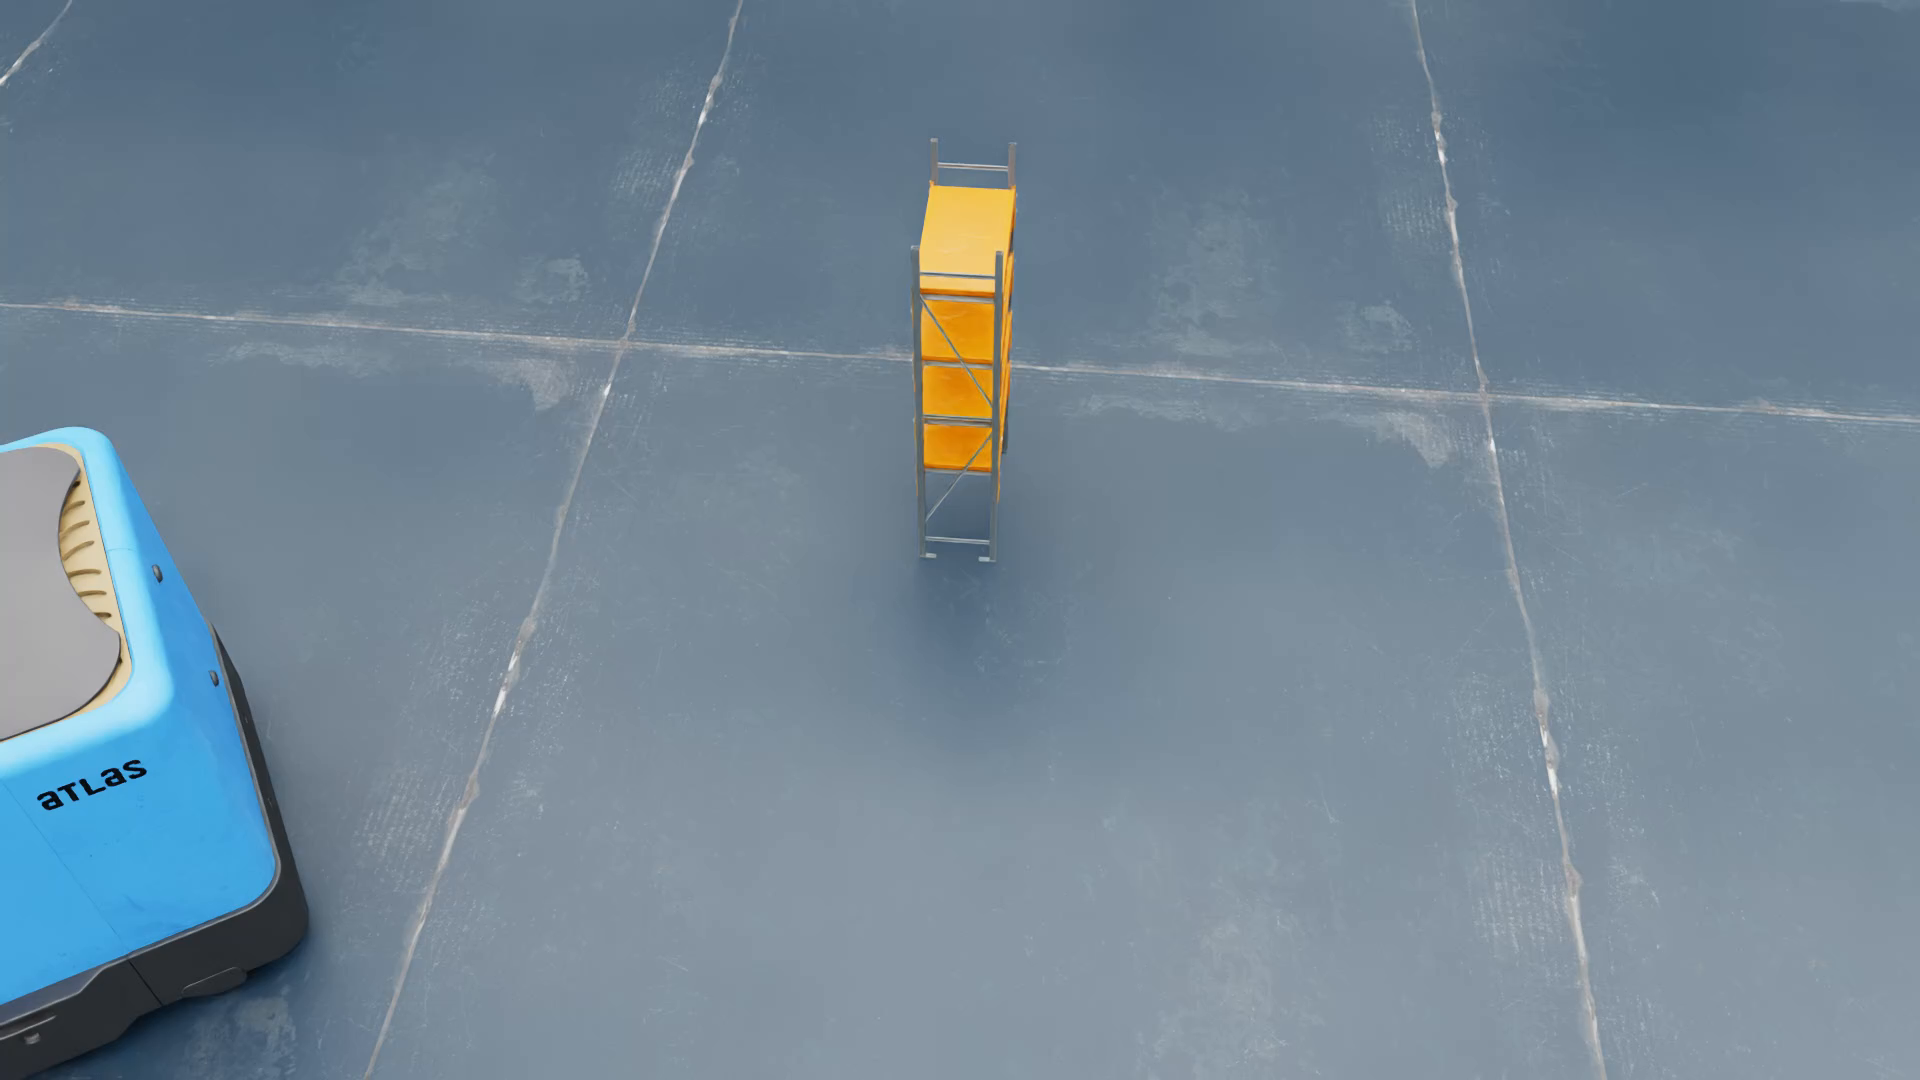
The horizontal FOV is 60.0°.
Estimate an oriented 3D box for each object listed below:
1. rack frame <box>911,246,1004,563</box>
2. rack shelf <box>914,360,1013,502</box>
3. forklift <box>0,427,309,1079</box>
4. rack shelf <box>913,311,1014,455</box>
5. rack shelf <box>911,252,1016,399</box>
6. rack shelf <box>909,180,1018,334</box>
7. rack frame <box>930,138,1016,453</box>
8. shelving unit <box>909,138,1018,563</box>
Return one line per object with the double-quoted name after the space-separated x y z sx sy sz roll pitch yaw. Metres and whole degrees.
-0.007 -0.347 4.755 0.240 1.200 0.015 4 48 4 "rack frame"
0.015 -0.347 5.115 0.258 0.148 0.480 4 48 4 "rack shelf"
-3.214 0.256 3.029 3.031 2.935 1.130 -21 51 -18 "forklift"
0.015 -0.481 4.968 0.258 0.148 0.480 4 48 4 "rack shelf"
0.015 -0.632 4.803 0.258 0.148 0.480 4 48 4 "rack shelf"
0.015 -0.792 4.629 0.258 0.148 0.480 4 48 4 "rack shelf"
0.037 -0.706 5.083 0.240 1.200 0.015 4 48 4 "rack frame"
0.015 -0.527 4.919 0.258 1.200 0.503 4 48 4 "shelving unit"
